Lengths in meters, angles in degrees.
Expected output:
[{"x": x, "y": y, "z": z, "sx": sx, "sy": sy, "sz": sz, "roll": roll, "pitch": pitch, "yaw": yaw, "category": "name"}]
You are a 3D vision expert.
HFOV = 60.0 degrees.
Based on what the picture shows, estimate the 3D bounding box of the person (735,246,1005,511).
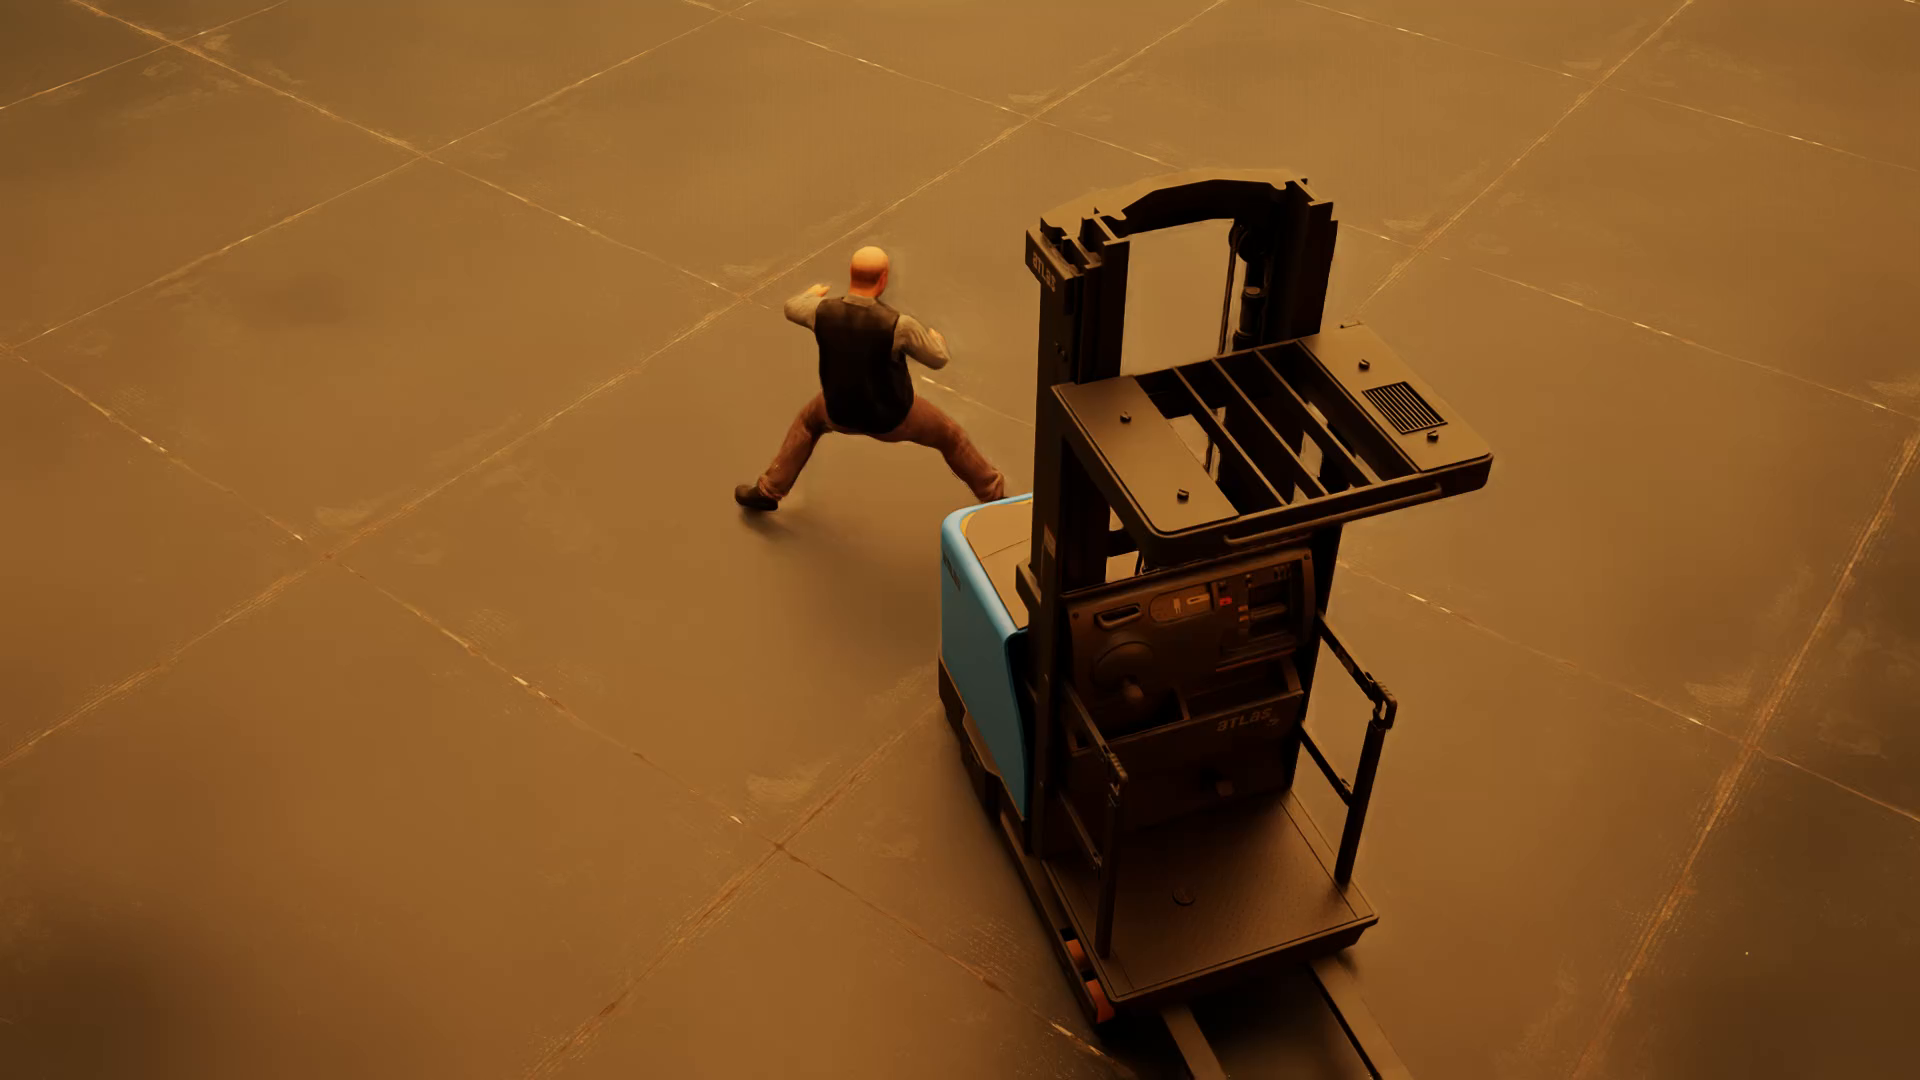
[{"x": -0.445, "y": -0.802, "z": 8.103, "sx": 1.304, "sy": 1.515, "sz": 0.809, "roll": 14, "pitch": 42, "yaw": 16, "category": "person"}]

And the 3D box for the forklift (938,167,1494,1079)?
[{"x": 0.887, "y": 0.381, "z": 5.627, "sx": 1.130, "sy": 2.935, "sz": 3.031, "roll": -13, "pitch": 42, "yaw": -15, "category": "forklift"}]
